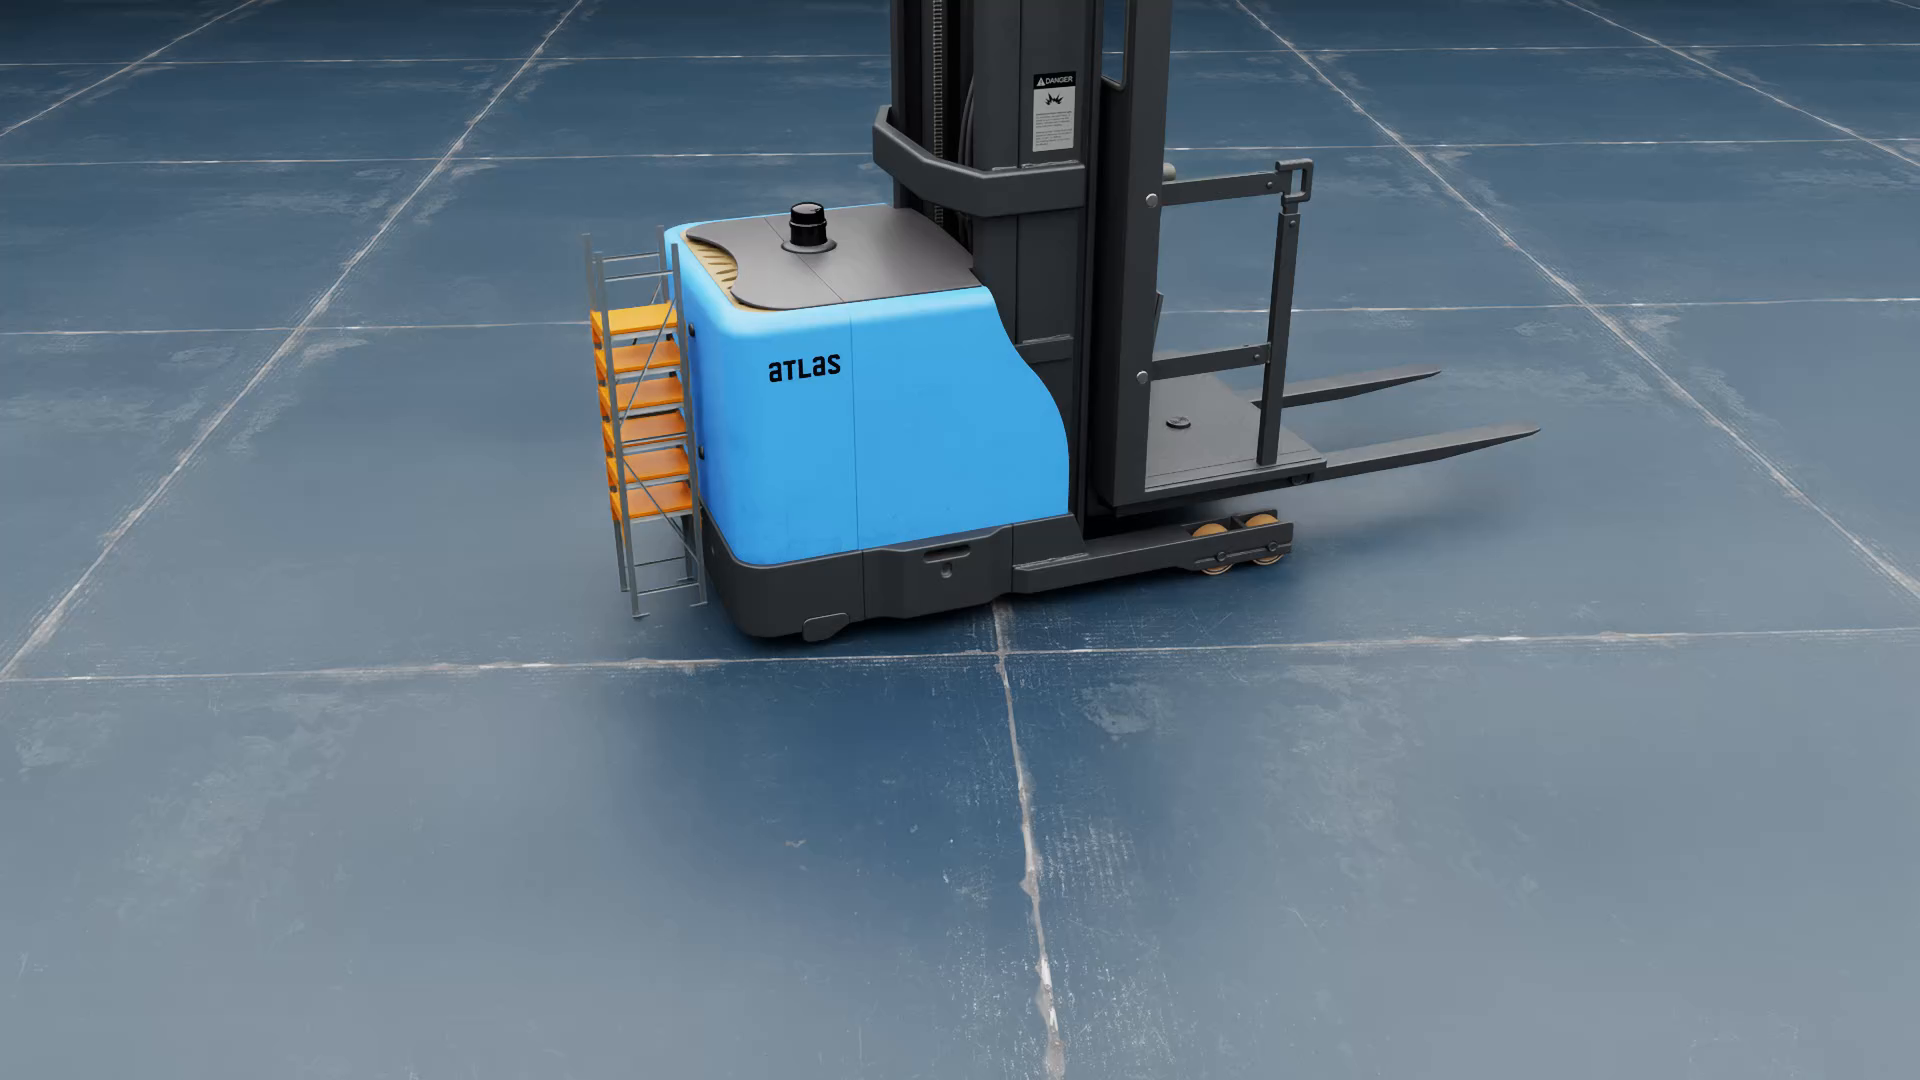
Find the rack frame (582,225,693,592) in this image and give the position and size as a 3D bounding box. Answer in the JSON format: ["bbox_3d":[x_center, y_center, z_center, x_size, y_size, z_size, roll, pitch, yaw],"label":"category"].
[{"bbox_3d":[-0.994,-0.383,5.188,0.240,1.200,0.006,-11,29,-19],"label":"rack frame"}]

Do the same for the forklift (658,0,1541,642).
[{"bbox_3d":[0.582,-1.402,5.268,3.031,2.935,1.130,-10,29,-18],"label":"forklift"}]

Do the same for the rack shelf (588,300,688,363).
[{"bbox_3d":[-0.960,-0.624,4.966,0.258,0.103,0.180,-11,29,-19],"label":"rack shelf"}]

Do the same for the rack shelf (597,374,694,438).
[{"bbox_3d":[-0.960,-0.411,5.077,0.258,0.103,0.180,-11,29,-19],"label":"rack shelf"}]

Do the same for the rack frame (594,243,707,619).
[{"bbox_3d":[-0.926,-0.305,5.037,0.240,1.200,0.006,-11,29,-19],"label":"rack frame"}]

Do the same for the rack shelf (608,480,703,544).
[{"bbox_3d":[-0.960,-0.092,5.244,0.258,0.103,0.180,-11,29,-19],"label":"rack shelf"}]

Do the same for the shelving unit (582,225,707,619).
[{"bbox_3d":[-0.960,-0.344,5.112,0.258,1.200,0.189,-11,29,-19],"label":"shelving unit"}]

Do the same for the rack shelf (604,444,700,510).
[{"bbox_3d":[-0.960,-0.198,5.188,0.258,0.103,0.180,-11,29,-19],"label":"rack shelf"}]

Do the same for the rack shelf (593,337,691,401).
[{"bbox_3d":[-0.960,-0.518,5.022,0.258,0.103,0.180,-11,29,-19],"label":"rack shelf"}]

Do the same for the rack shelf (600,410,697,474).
[{"bbox_3d":[-0.960,-0.305,5.133,0.258,0.103,0.180,-11,29,-19],"label":"rack shelf"}]
